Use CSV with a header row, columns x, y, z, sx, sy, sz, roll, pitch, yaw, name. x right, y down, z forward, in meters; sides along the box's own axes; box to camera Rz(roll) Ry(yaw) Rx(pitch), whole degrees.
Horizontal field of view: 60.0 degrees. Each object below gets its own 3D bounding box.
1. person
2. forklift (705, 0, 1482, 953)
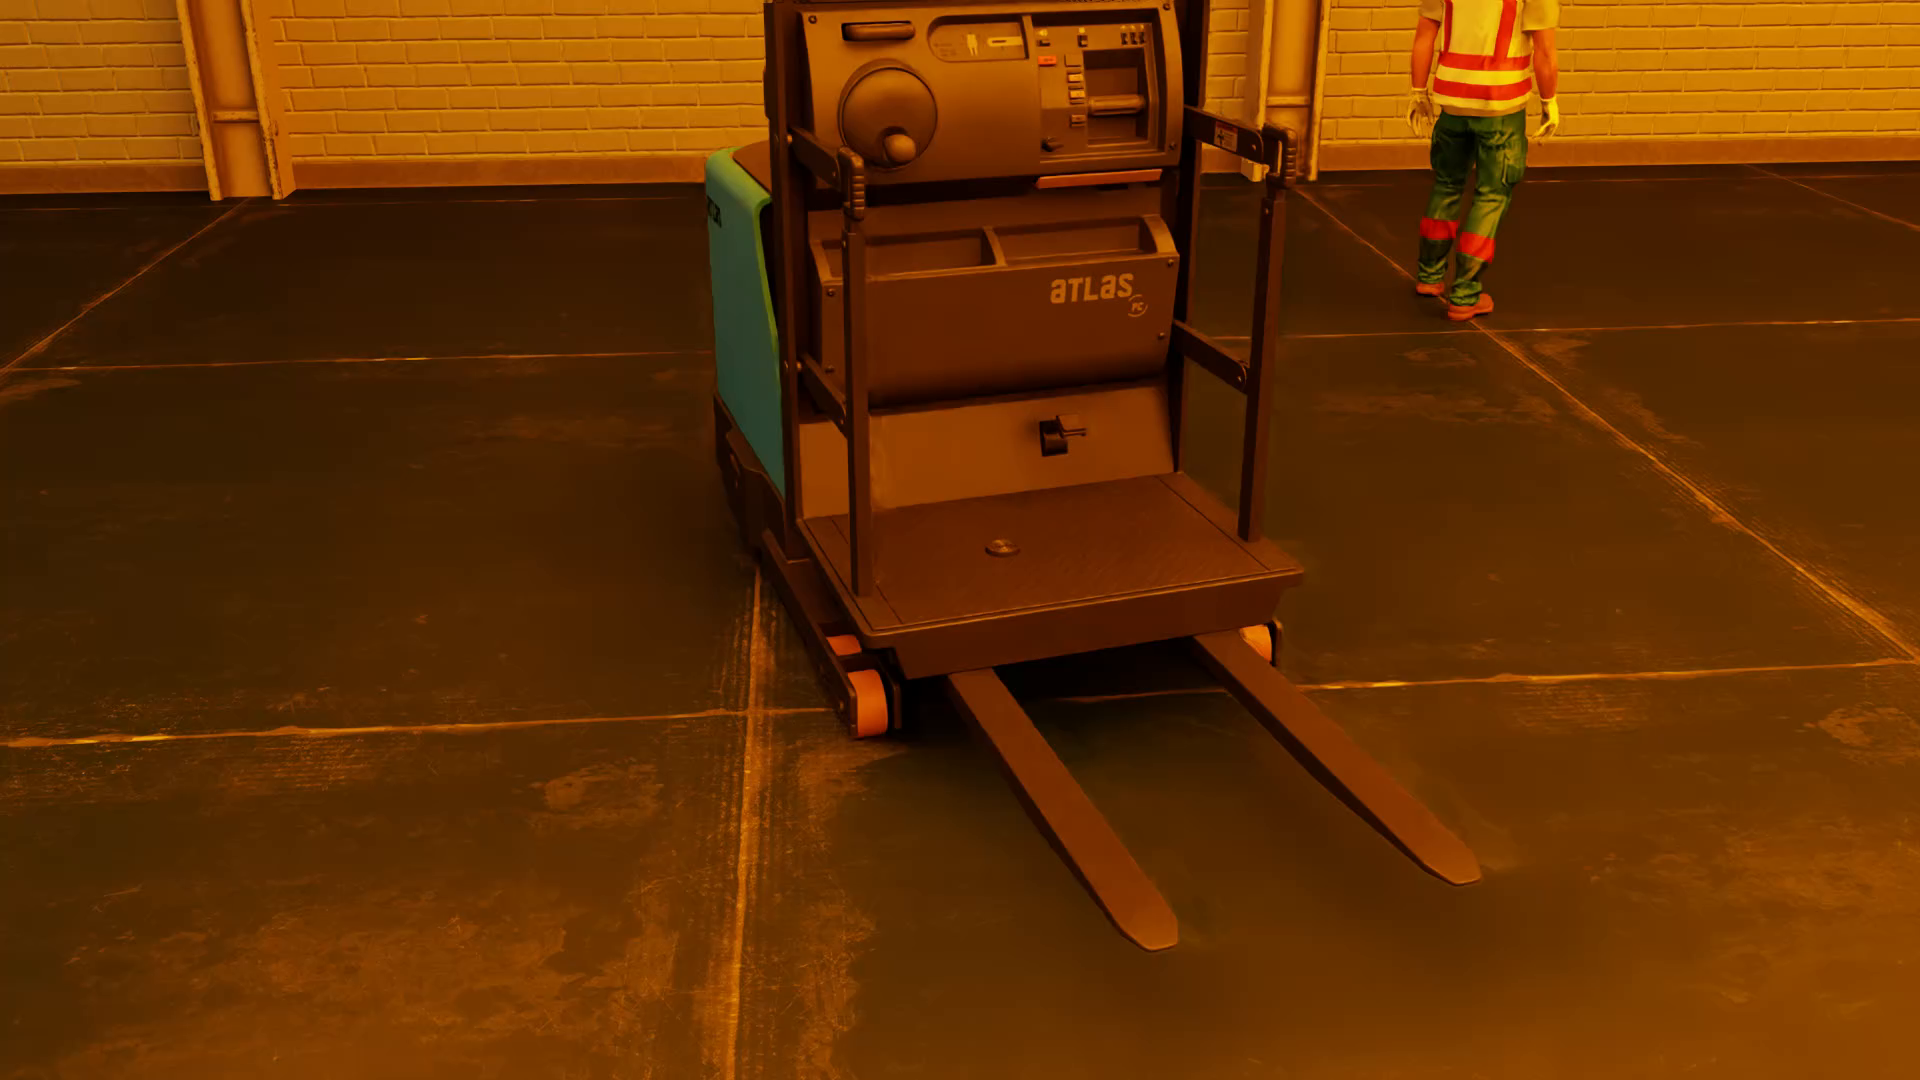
x,y,z,sx,sy,sz,roll,pitch,yaw,name
2.239,-1.842,7.055,0.624,1.806,0.535,20,31,38,person
0.160,-1.055,3.753,1.130,2.935,3.031,-8,25,-17,forklift
